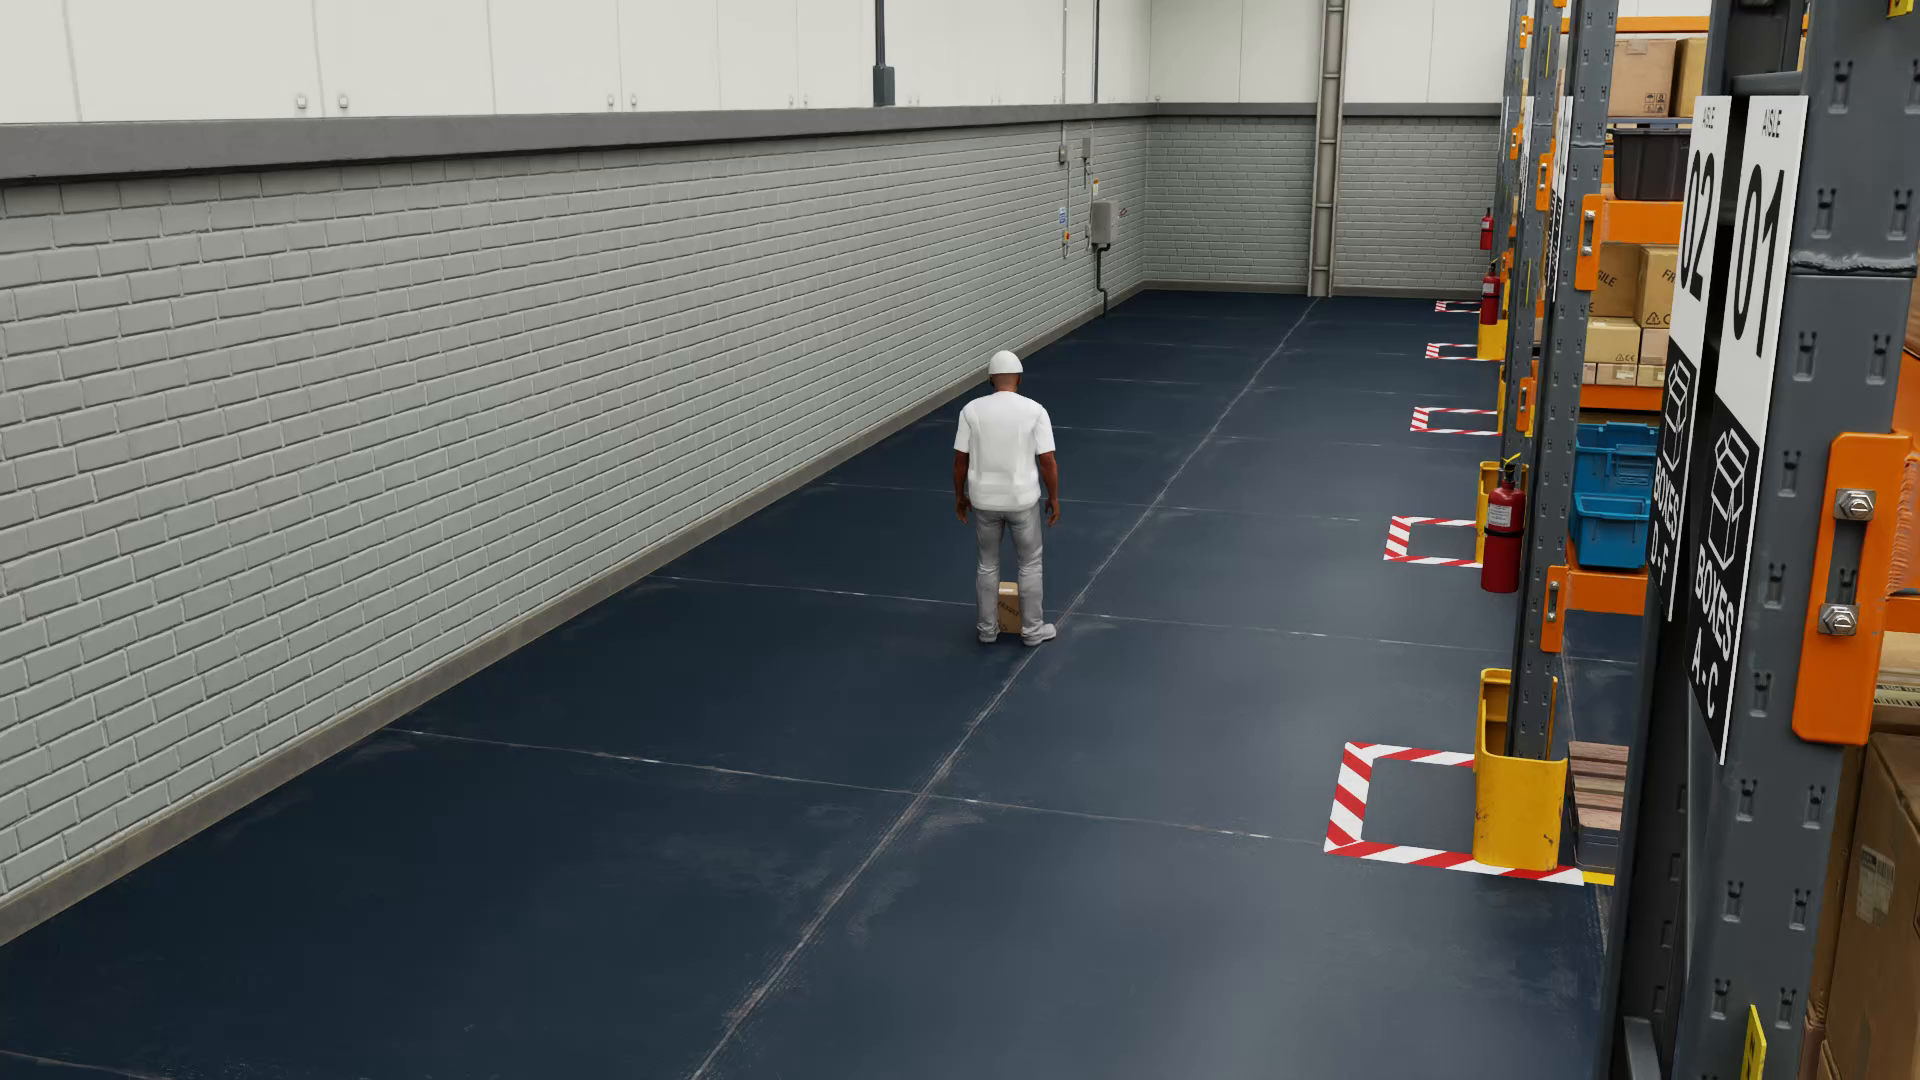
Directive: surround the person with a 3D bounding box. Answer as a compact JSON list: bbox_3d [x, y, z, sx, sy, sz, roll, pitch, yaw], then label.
[{"bbox_3d":[0.277,-0.249,9.917,0.633,1.759,0.462,3,15,13],"label":"person"}]
